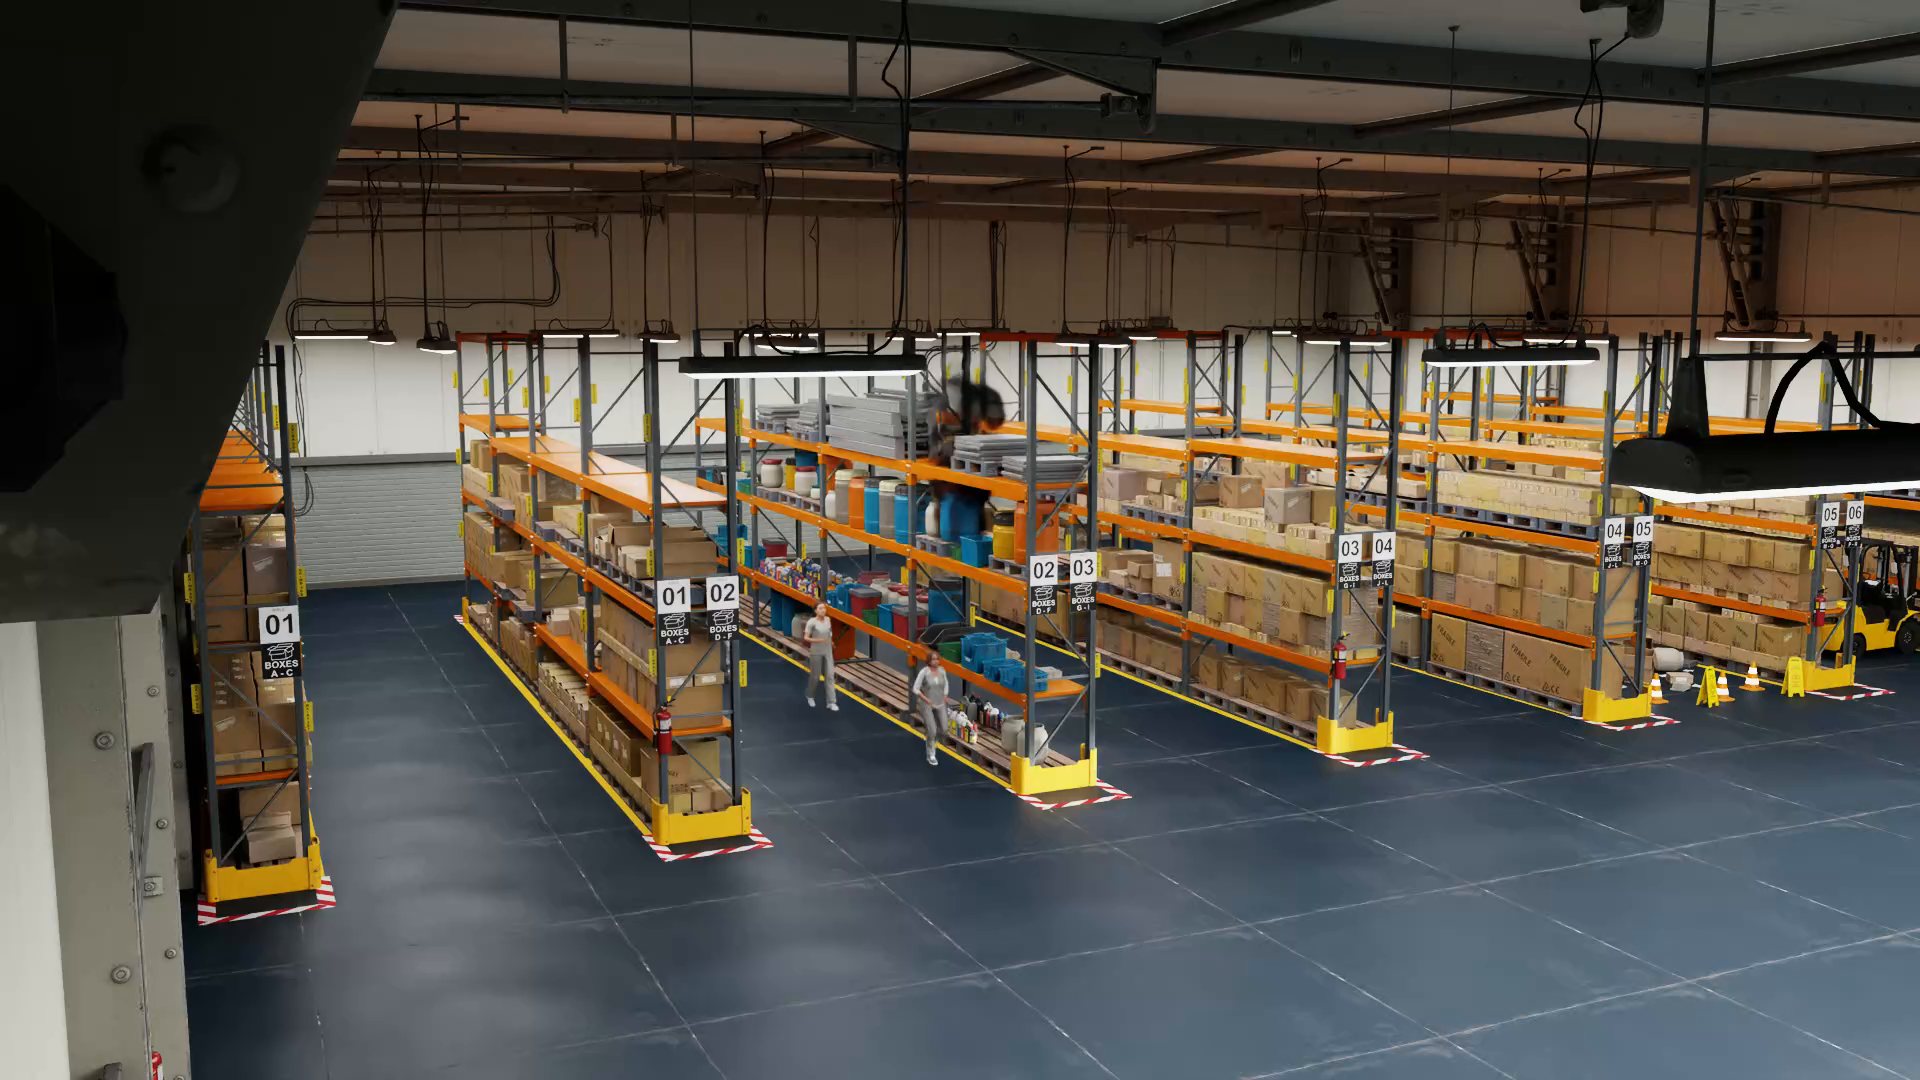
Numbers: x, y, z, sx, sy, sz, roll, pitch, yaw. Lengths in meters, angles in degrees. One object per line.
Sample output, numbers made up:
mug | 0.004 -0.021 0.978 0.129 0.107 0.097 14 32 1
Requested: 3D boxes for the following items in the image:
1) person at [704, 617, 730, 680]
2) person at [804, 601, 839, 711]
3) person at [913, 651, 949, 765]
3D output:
person | -4.150 1.564 28.763 0.642 1.833 0.866 -5 9 -34
person | -2.115 1.772 25.475 0.571 1.694 0.909 -5 9 -33
person | -0.368 2.264 22.459 0.540 1.567 0.499 -3 8 -24
